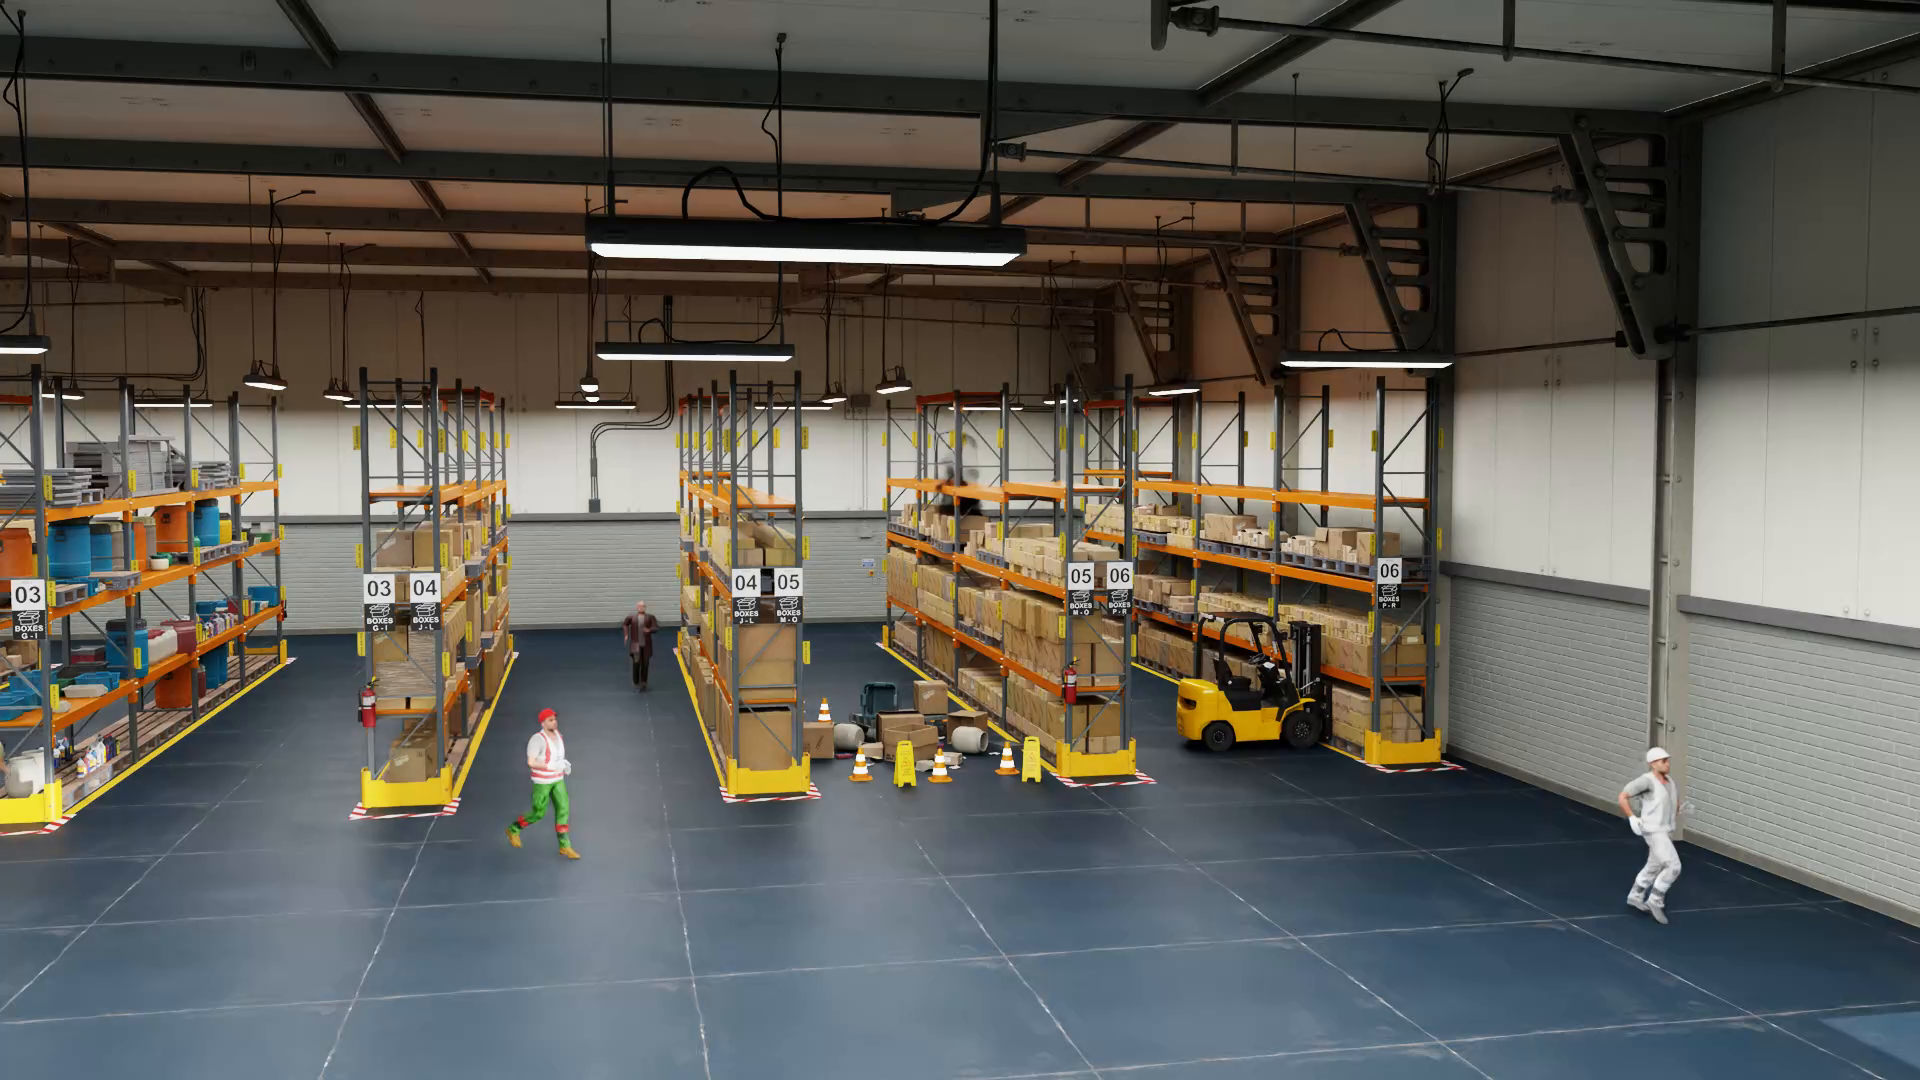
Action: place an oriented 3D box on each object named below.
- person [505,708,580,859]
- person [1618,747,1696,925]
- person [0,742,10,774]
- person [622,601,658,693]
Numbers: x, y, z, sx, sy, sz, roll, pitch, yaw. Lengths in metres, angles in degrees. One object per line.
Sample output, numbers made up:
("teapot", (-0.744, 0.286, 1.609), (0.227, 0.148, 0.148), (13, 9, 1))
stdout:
("person", (-5.004, 2.913, 20.048), (0.992, 1.791, 0.669), (2, 4, 28))
("person", (7.297, 3.075, 17.350), (0.641, 1.817, 0.735), (-3, 4, -38))
("person", (-11.807, 2.996, 20.094), (0.763, 1.653, 0.518), (1, 4, 22))
("person", (-6.379, 2.141, 33.264), (0.675, 1.846, 0.803), (-1, 4, -17))
